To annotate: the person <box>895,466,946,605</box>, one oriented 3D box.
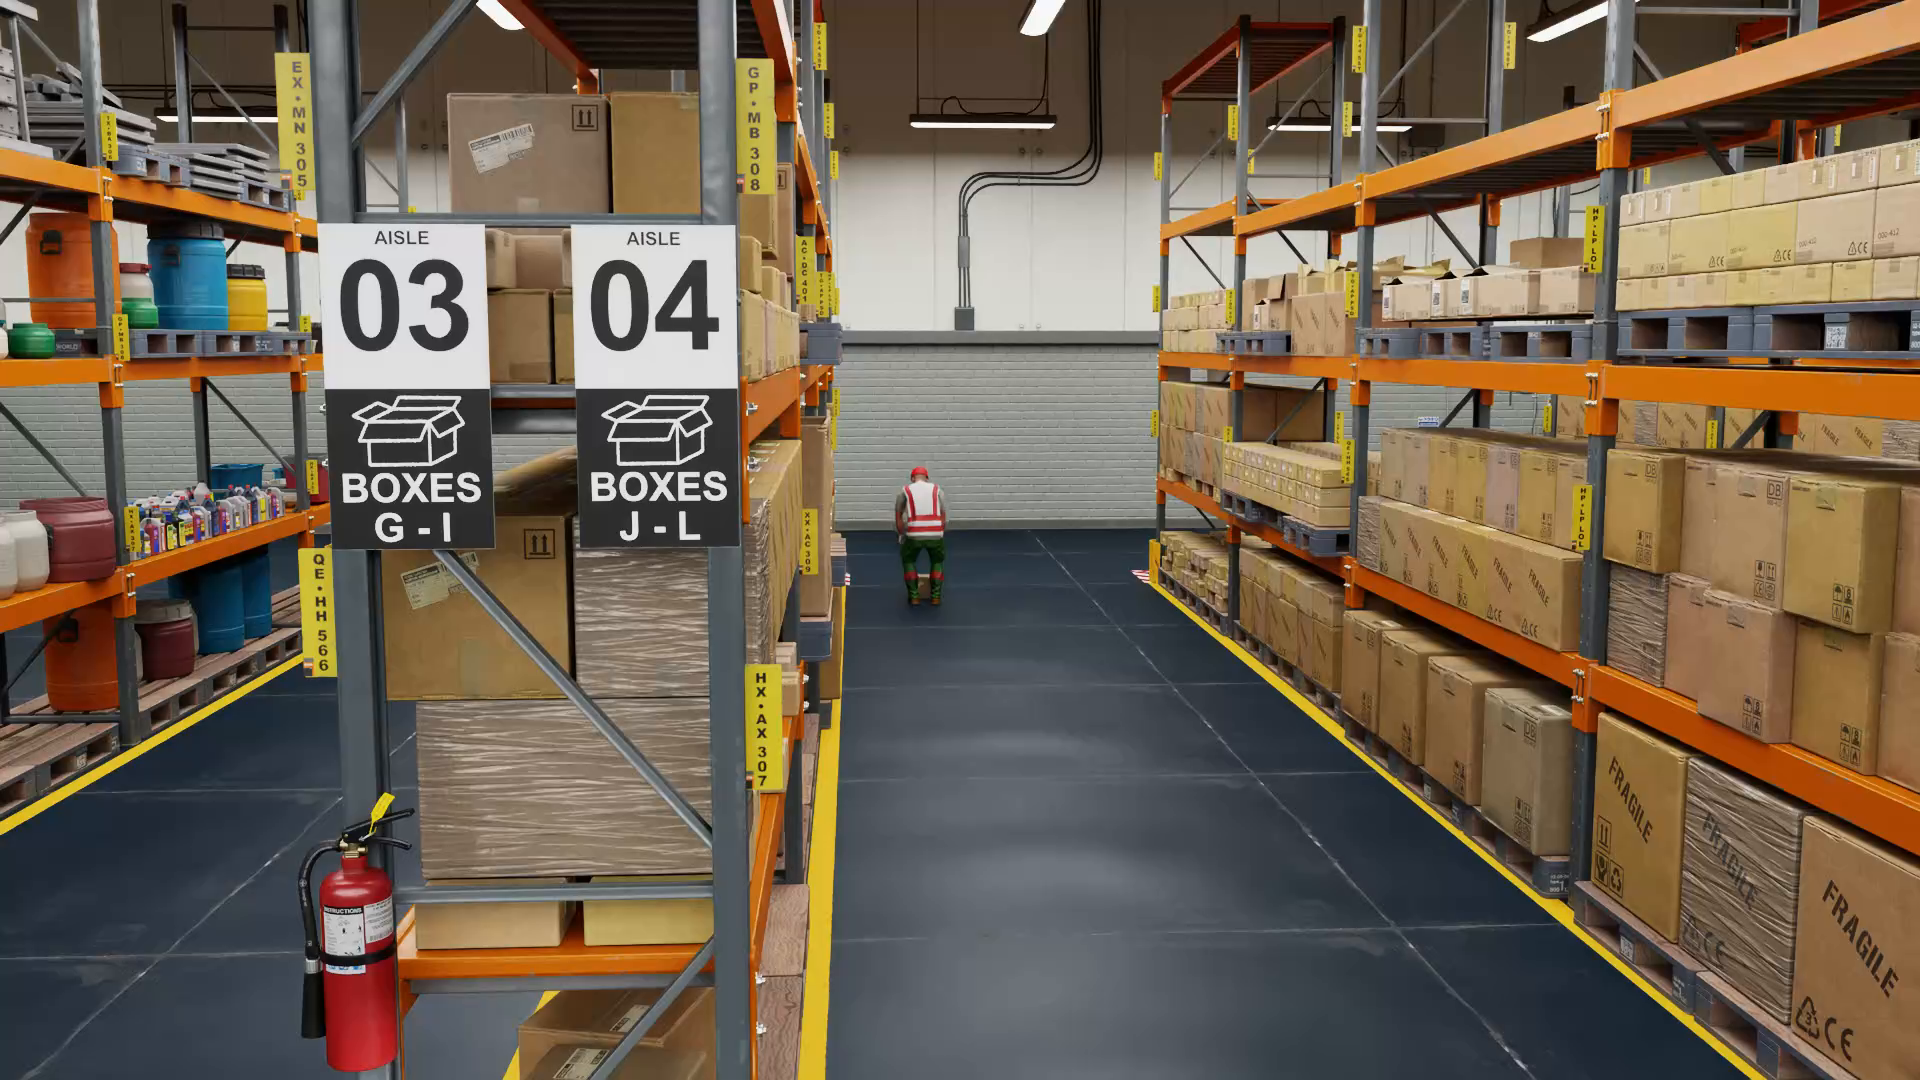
[{"bbox_3d":[-3.345,0.620,13.015,7.045,1.528,11.702,0,7,-3],"label":"person"}]
